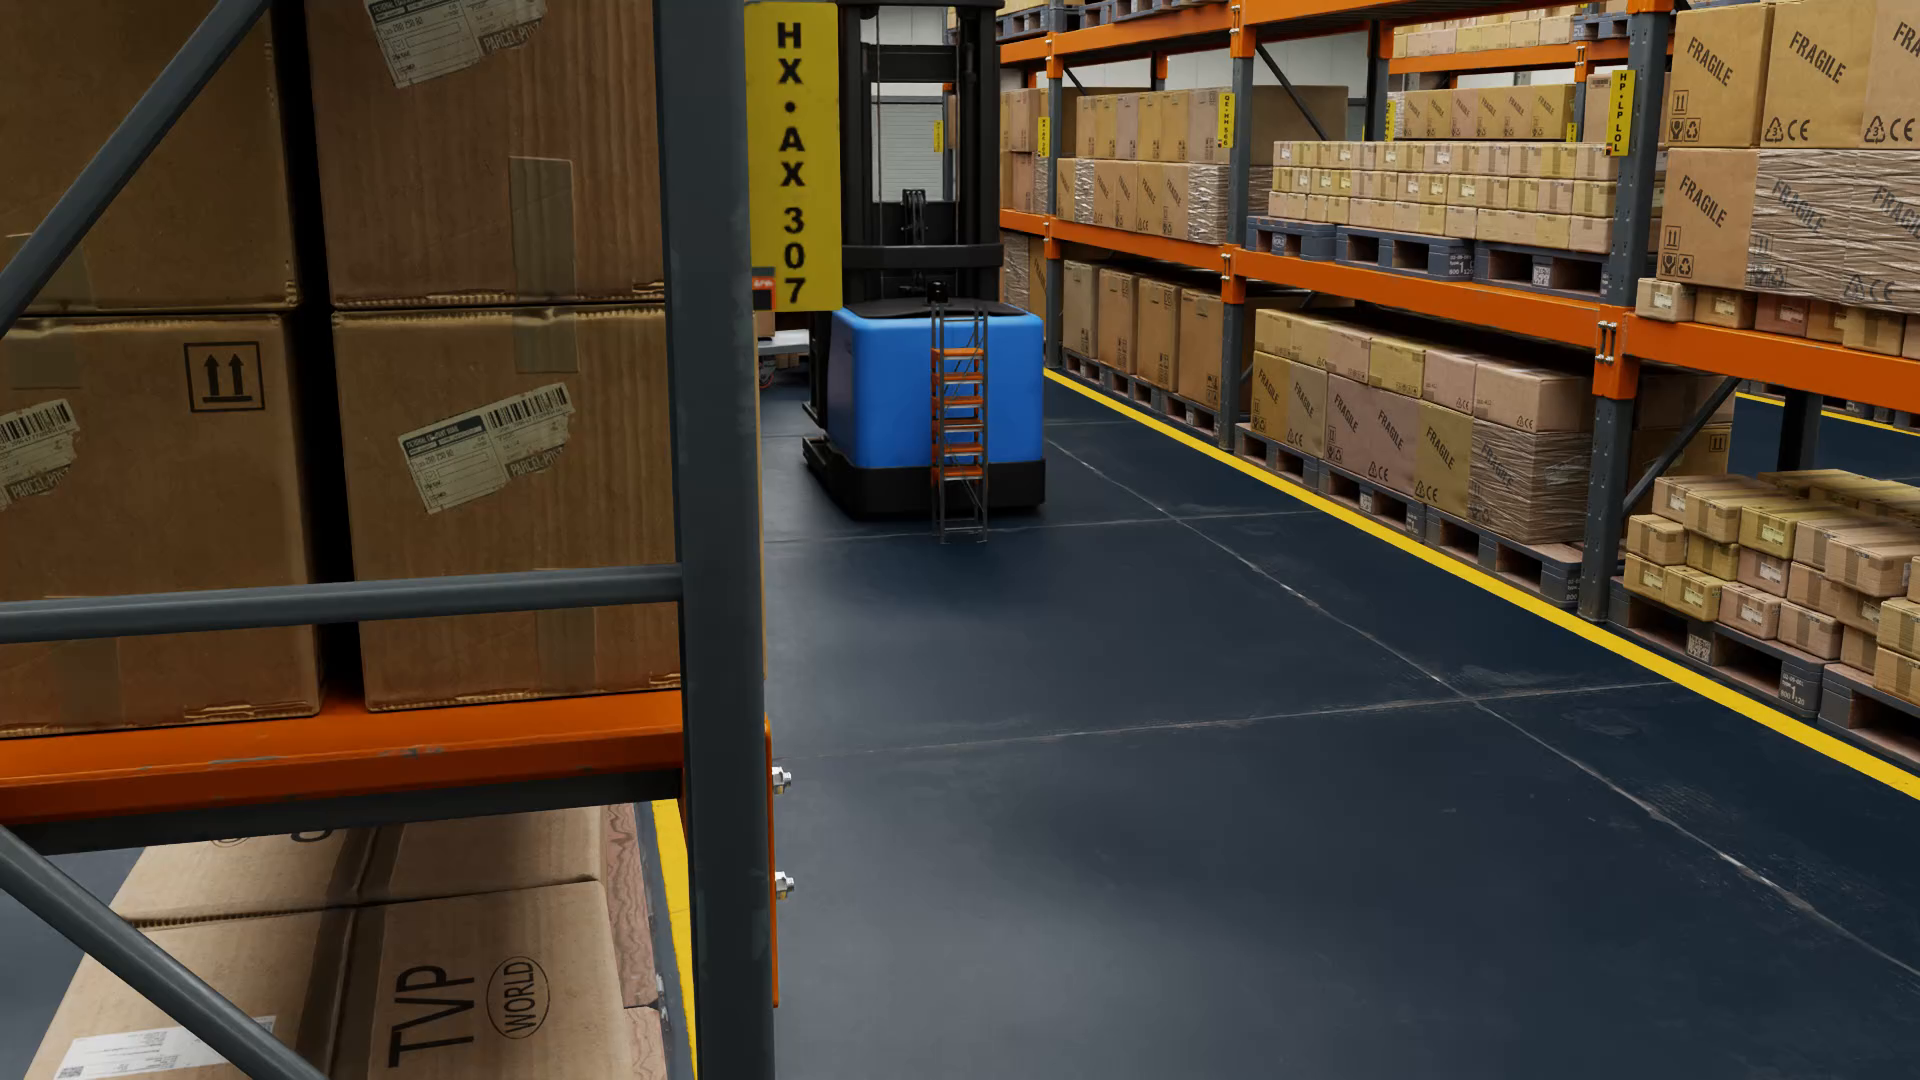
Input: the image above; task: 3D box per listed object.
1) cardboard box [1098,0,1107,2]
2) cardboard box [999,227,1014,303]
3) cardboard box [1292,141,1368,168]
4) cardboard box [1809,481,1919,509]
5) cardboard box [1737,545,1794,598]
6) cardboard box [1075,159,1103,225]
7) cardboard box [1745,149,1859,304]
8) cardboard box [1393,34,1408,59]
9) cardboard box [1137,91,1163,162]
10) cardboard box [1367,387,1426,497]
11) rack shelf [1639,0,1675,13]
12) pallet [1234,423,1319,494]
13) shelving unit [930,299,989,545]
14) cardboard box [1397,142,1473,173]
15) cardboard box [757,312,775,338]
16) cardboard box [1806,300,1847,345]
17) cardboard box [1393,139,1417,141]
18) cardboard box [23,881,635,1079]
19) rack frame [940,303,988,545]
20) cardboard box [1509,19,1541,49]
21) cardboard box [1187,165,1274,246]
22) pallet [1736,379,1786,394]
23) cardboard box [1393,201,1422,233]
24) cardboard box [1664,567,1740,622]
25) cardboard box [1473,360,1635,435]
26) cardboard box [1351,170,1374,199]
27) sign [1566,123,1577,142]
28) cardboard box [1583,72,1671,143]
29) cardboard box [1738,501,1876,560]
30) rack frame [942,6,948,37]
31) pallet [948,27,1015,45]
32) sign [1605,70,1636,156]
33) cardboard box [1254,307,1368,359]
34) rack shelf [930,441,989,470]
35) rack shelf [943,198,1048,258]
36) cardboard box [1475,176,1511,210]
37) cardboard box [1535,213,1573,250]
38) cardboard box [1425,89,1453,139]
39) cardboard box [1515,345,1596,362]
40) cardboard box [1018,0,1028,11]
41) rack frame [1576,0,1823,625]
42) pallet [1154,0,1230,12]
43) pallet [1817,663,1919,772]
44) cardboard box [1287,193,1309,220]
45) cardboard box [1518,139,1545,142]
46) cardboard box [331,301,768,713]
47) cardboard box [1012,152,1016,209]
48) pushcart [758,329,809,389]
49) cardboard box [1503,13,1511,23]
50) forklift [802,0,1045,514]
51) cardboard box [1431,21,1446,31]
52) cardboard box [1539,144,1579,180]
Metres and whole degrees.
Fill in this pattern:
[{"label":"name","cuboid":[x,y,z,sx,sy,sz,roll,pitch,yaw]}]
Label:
[{"label":"cardboard box","cuboid":[1.431,-4.740,14.622,0.380,0.149,0.250,-3,14,-13]},{"label":"cardboard box","cuboid":[0.742,-2.729,16.868,0.875,0.875,0.875,-4,14,-14]},{"label":"cardboard box","cuboid":[2.175,-2.259,9.743,0.380,0.149,0.250,-4,14,-15]},{"label":"cardboard box","cuboid":[3.563,-0.128,6.499,0.380,0.149,0.250,-3,14,-12]},{"label":"cardboard box","cuboid":[3.141,0.101,6.188,0.380,0.149,0.250,-3,14,-14]},{"label":"cardboard box","cuboid":[1.230,-2.786,13.298,0.500,0.500,0.500,-3,14,-13]},{"label":"cardboard box","cuboid":[3.123,-1.095,5.752,0.500,0.500,0.500,-3,14,-13]},{"label":"cardboard box","cuboid":[5.017,-5.424,18.305,0.500,0.250,0.500,-3,14,-12]},{"label":"cardboard box","cuboid":[1.730,-3.058,12.307,0.700,0.500,0.500,-3,14,-14]},{"label":"cardboard box","cuboid":[2.473,-0.528,8.648,0.500,0.500,0.500,-4,14,-14]},{"label":"rack shelf","cuboid":[3.598,-1.790,4.631,1.077,0.370,4.000,-3,14,-13]},{"label":"pallet","cuboid":[2.371,-0.532,10.160,1.003,0.211,1.213,-3,14,-13]},{"label":"shelving unit","cuboid":[-0.003,-0.586,8.298,0.258,1.200,0.189,-3,14,-13]},{"label":"cardboard box","cuboid":[2.474,-1.960,8.519,0.380,0.149,0.250,-3,14,-14]},{"label":"cardboard box","cuboid":[-1.815,-1.950,13.761,0.500,0.500,0.500,-3,14,-13]},{"label":"cardboard box","cuboid":[3.181,-0.762,5.753,0.380,0.149,0.250,-4,14,-16]},{"label":"cardboard box","cuboid":[5.257,-4.230,18.585,0.875,0.500,0.500,-3,14,-13]},{"label":"cardboard box","cuboid":[-0.973,0.972,2.643,0.875,0.438,0.875,-4,14,-15]},{"label":"rack frame","cuboid":[0.018,-0.565,8.212,0.240,1.200,0.006,-3,14,-13]},{"label":"cardboard box","cuboid":[5.621,-4.839,15.909,0.500,0.250,0.500,-3,14,-12]},{"label":"cardboard box","cuboid":[1.822,-2.204,10.919,0.500,0.500,0.500,-3,14,-13]},{"label":"pallet","cuboid":[6.569,-1.427,13.822,1.003,0.211,1.213,-3,14,-13]},{"label":"cardboard box","cuboid":[2.471,-1.669,8.581,0.380,0.149,0.250,-4,14,-15]},{"label":"cardboard box","cuboid":[2.964,0.200,6.410,0.380,0.149,0.250,-3,14,-12]},{"label":"cardboard box","cuboid":[2.707,-0.656,7.594,0.500,0.250,0.500,-4,14,-15]},{"label":"cardboard box","cuboid":[2.356,-1.931,9.029,0.380,0.149,0.250,-3,14,-13]},{"label":"sign","cuboid":[5.569,-3.631,15.147,0.100,0.325,0.005,-3,14,-13]},{"label":"cardboard box","cuboid":[6.145,-3.547,14.477,1.000,1.000,1.000,-3,14,-13]},{"label":"cardboard box","cuboid":[3.122,-0.039,6.134,0.380,0.149,0.250,-3,14,-14]},{"label":"rack frame","cuboid":[0.310,-6.827,17.409,1.000,3.000,0.127,-3,14,-13]},{"label":"pallet","cuboid":[0.494,-5.156,17.078,1.003,0.211,1.213,-3,14,-13]},{"label":"sign","cuboid":[2.589,-1.675,6.523,0.100,0.325,0.005,-3,14,-13]},{"label":"cardboard box","cuboid":[2.115,-1.248,10.019,0.500,0.250,0.500,-4,14,-16]},{"label":"rack shelf","cuboid":[-0.003,-0.426,8.337,0.258,0.103,0.180,-3,14,-13]},{"label":"rack shelf","cuboid":[0.779,-3.102,16.318,1.077,0.370,4.000,-3,14,-13]},{"label":"cardboard box","cuboid":[2.656,-1.632,7.806,0.380,0.149,0.250,-4,14,-15]},{"label":"cardboard box","cuboid":[2.781,-1.367,7.345,0.380,0.149,0.250,-3,14,-13]},{"label":"cardboard box","cuboid":[5.248,-4.471,17.464,0.500,0.500,0.500,-3,14,-13]},{"label":"cardboard box","cuboid":[3.084,-0.806,8.208,0.500,0.250,0.500,-3,14,-12]},{"label":"cardboard box","cuboid":[0.731,-4.761,14.709,0.380,0.149,0.250,-3,14,-12]},{"label":"rack frame","cuboid":[3.128,-1.144,6.790,1.000,3.000,0.127,-3,14,-13]},{"label":"pallet","cuboid":[1.986,-3.578,10.829,1.213,0.211,1.003,-3,14,-11]},{"label":"pallet","cuboid":[3.610,0.645,5.341,1.003,0.211,1.213,-3,14,-13]},{"label":"cardboard box","cuboid":[2.160,-1.973,9.825,0.380,0.149,0.250,-3,14,-10]},{"label":"cardboard box","cuboid":[5.965,-3.661,16.252,0.875,0.500,0.500,-3,14,-13]},{"label":"cardboard box","cuboid":[-0.554,-0.098,2.295,0.500,0.500,0.500,-3,14,-14]},{"label":"cardboard box","cuboid":[0.987,-3.404,15.723,0.875,0.550,0.550,-3,14,-13]},{"label":"pushcart","cuboid":[-1.334,-1.555,13.998,1.648,0.377,0.936,-9,16,-33]},{"label":"cardboard box","cuboid":[5.541,-5.125,16.241,0.380,0.149,0.250,-3,14,-11]},{"label":"forklift","cuboid":[-0.363,-1.866,9.889,1.130,2.935,3.031,-3,14,-12]},{"label":"cardboard box","cuboid":[5.188,-5.428,17.478,0.380,0.149,0.250,-3,14,-13]},{"label":"cardboard box","cuboid":[2.780,-1.659,7.288,0.380,0.149,0.250,-4,14,-15]}]
